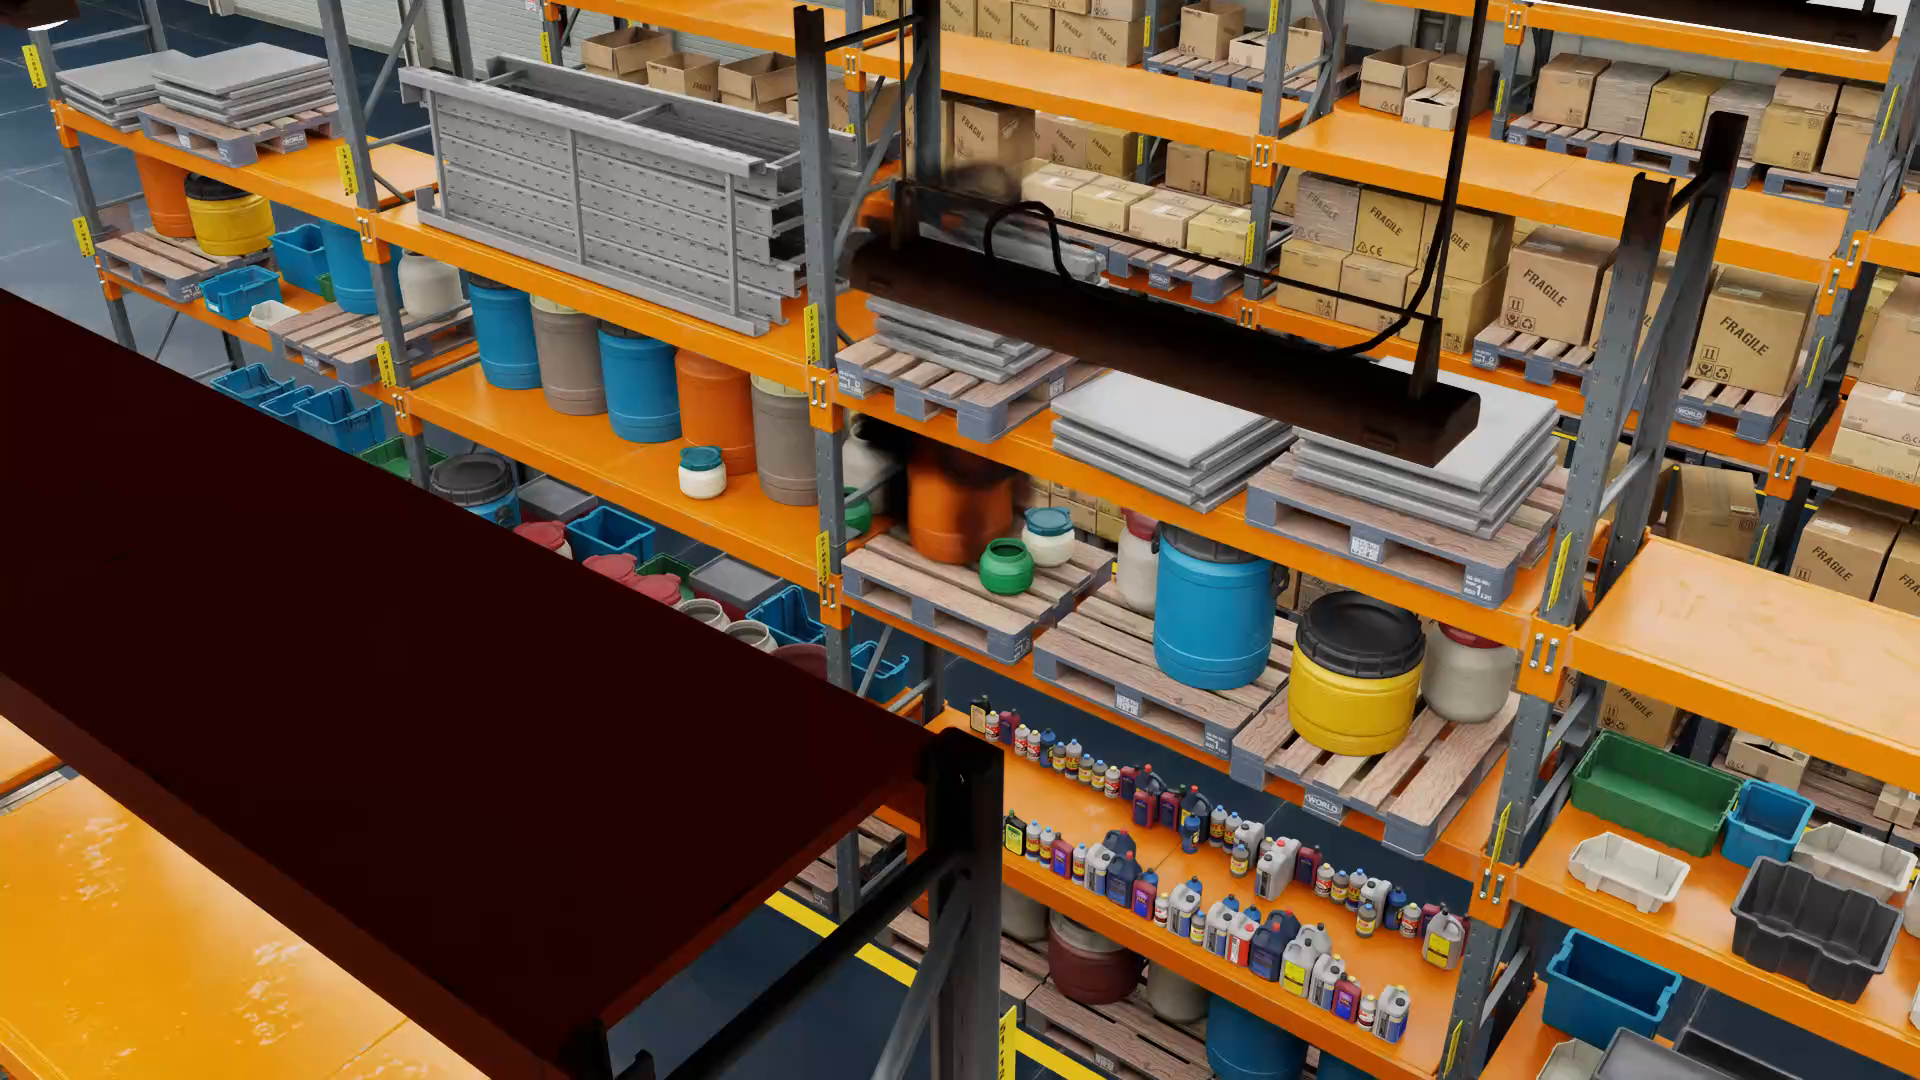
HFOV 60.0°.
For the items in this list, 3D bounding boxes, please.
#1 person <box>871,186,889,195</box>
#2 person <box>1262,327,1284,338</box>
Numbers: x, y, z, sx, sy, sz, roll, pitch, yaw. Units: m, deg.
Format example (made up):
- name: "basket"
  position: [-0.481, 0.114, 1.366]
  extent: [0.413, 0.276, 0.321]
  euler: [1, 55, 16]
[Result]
- name: "person"
  position: [-0.841, -3.324, 19.158]
  extent: [0.641, 1.638, 0.582]
  euler: [4, 32, 7]
- name: "person"
  position: [2.969, -1.256, 15.785]
  extent: [0.799, 1.680, 0.489]
  euler: [16, 35, 24]
